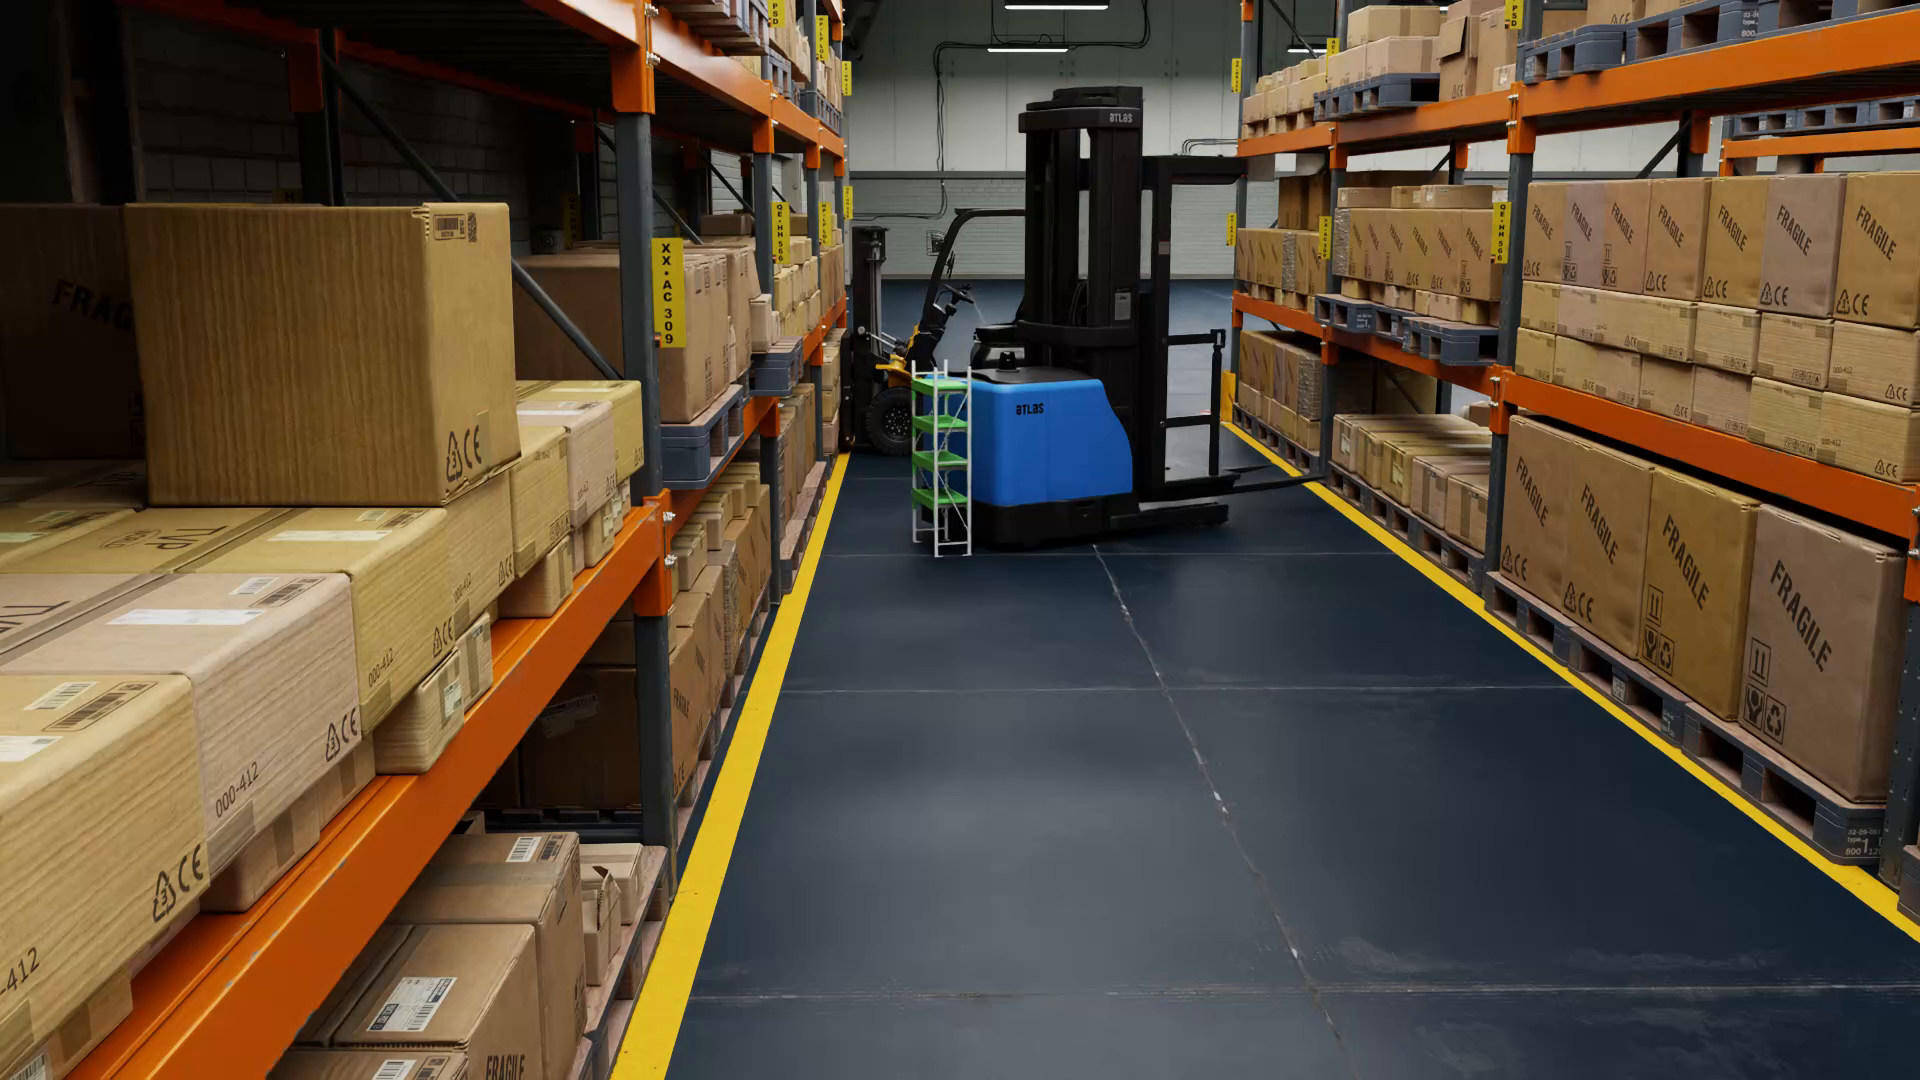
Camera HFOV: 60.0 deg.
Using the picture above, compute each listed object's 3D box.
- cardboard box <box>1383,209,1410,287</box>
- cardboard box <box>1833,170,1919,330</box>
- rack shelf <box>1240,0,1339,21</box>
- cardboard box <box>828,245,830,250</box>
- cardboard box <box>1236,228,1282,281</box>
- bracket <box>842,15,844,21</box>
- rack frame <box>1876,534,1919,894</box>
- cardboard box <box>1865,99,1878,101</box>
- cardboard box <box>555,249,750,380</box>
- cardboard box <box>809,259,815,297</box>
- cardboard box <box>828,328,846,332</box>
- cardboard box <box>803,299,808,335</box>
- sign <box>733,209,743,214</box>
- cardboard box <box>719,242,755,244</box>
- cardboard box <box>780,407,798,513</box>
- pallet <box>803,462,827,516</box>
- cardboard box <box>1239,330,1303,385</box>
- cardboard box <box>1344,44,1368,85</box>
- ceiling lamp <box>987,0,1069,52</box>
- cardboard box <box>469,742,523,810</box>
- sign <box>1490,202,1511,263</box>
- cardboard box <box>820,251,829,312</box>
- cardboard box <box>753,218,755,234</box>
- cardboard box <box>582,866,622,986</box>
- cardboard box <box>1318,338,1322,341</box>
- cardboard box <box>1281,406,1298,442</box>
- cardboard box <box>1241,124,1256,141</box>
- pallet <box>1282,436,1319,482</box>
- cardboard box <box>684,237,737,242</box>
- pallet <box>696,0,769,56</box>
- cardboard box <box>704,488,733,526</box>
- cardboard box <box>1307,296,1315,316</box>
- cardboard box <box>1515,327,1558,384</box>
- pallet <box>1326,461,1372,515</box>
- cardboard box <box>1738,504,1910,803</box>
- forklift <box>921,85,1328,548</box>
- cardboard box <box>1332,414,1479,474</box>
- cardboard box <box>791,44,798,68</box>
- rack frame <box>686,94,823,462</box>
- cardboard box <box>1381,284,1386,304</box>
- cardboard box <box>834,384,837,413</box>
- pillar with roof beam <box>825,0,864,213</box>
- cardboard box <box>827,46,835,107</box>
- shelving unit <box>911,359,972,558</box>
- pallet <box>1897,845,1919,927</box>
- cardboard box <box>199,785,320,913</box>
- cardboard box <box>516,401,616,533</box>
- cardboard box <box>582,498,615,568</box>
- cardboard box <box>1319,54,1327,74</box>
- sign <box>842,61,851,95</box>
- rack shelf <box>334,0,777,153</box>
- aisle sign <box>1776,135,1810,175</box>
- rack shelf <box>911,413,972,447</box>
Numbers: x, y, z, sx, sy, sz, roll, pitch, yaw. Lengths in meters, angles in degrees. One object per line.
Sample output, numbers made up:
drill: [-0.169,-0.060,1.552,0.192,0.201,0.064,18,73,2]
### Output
cardboard box: [3.128,-1.932,10.981,0.500,0.500,0.500,-1,11,-3]
cardboard box: [3.282,-0.962,5.491,0.500,0.500,0.500,0,11,1]
rack shelf: [3.335,-4.909,14.441,1.077,0.370,4.000,0,11,-1]
cardboard box: [-1.305,-2.540,14.154,0.380,0.149,0.250,0,11,-2]
cardboard box: [3.026,-2.820,16.416,0.500,0.500,0.500,0,11,-2]
bracket: [-2.635,-11.439,35.759,0.076,0.066,4.783,0,11,-1]
rack frame: [3.542,-0.335,5.168,1.000,3.000,0.127,0,11,-1]
cardboard box: [7.975,-3.841,14.226,0.380,0.149,0.250,0,11,0]
cardboard box: [-1.234,-0.925,6.767,0.700,0.500,0.500,0,11,-1]
cardboard box: [-1.302,-1.877,11.888,0.500,0.250,0.500,-1,11,-3]
cardboard box: [-1.347,-1.958,16.509,0.500,0.250,0.500,0,11,1]
cardboard box: [-1.318,-1.533,11.449,0.500,0.250,0.500,0,11,-1]
sign: [-2.224,-3.162,16.722,0.100,0.325,0.005,0,11,-1]
cardboard box: [-1.355,-1.849,10.744,0.380,0.149,0.250,0,11,-1]
cardboard box: [-1.538,-0.539,11.088,0.875,0.625,0.625,-1,11,-4]
pallet: [-1.532,-0.392,12.458,1.003,0.211,1.213,0,11,-1]
cardboard box: [3.035,-1.780,16.263,0.500,0.500,0.500,-1,11,-3]
cardboard box: [2.999,-3.309,11.604,0.500,0.250,0.500,0,11,-2]
ceiling lamp: [1.653,-13.573,40.649,2.000,3.185,0.800,0,11,-1]
cardboard box: [-1.726,0.609,5.745,0.500,0.500,0.500,0,11,-1]
sign: [2.917,-1.655,8.960,0.100,0.325,0.005,0,11,-1]
cardboard box: [-1.361,-2.146,13.842,0.500,0.500,0.500,0,11,0]
cardboard box: [-1.877,-2.582,13.611,0.380,0.149,0.250,0,11,-2]
cardboard box: [-1.108,1.000,4.404,0.396,0.266,0.258,0,11,1]
cardboard box: [3.589,-1.584,15.297,0.500,0.500,0.500,-1,11,-2]
cardboard box: [3.075,-1.006,14.333,0.500,0.250,0.500,-1,11,-3]
cardboard box: [2.976,-4.000,16.321,0.380,0.149,0.250,0,11,-1]
pallet: [3.327,-0.692,13.941,1.003,0.211,1.213,0,11,-1]
cardboard box: [-1.840,-2.147,12.215,0.380,0.149,0.250,-1,11,-3]
pallet: [-1.388,-2.028,6.441,1.213,0.211,1.003,0,11,-1]
cardboard box: [-1.282,-0.152,7.861,0.380,0.149,0.250,0,11,1]
cardboard box: [3.053,-1.915,13.584,0.380,0.149,0.250,0,11,0]
cardboard box: [3.218,-0.959,8.617,0.500,0.250,0.500,0,11,-2]
pallet: [3.394,-0.404,12.521,1.003,0.211,1.213,0,11,-1]
cardboard box: [3.449,0.377,5.943,0.875,0.875,0.875,0,11,1]
forklift: [1.258,-1.584,11.497,3.031,2.935,1.130,-7,13,-31]
cardboard box: [3.390,-0.739,12.712,0.950,0.372,0.625,0,11,0]
cardboard box: [-1.244,-3.136,10.750,0.380,0.149,0.250,0,11,-2]
rack frame: [-1.586,-1.904,12.902,1.000,3.000,0.127,0,11,-1]
cardboard box: [3.118,-1.691,11.425,0.380,0.149,0.250,0,11,-1]
cardboard box: [-1.300,-1.205,14.058,0.500,0.250,0.500,0,11,-1]
pillar with roof beam: [1.253,-10.286,39.128,9.100,9.000,0.548,0,11,-1]
cardboard box: [-1.495,-4.182,15.027,0.700,0.500,0.500,0,11,-1]
shelving unit: [-0.122,-0.531,10.658,0.258,1.200,0.503,-4,12,-18]
pallet: [3.479,1.183,4.698,1.003,0.211,1.213,0,11,-1]
cardboard box: [-1.106,0.385,2.251,0.380,0.149,0.250,0,11,1]
cardboard box: [-1.141,-0.187,4.064,0.500,0.250,0.500,0,11,-1]
cardboard box: [-1.105,-0.026,4.272,0.380,0.149,0.250,0,11,0]
cardboard box: [3.070,-3.777,13.213,0.380,0.149,0.250,-1,11,-3]
sign: [-1.126,-4.564,16.440,0.100,0.325,0.005,0,11,-1]
rack shelf: [-1.462,-1.829,6.797,1.077,0.370,4.000,0,11,-1]
aisle sign: [8.539,-4.051,16.942,0.394,0.787,0.004,0,11,-1]
rack shelf: [-0.122,-0.703,10.623,0.258,0.148,0.480,-4,12,-18]
